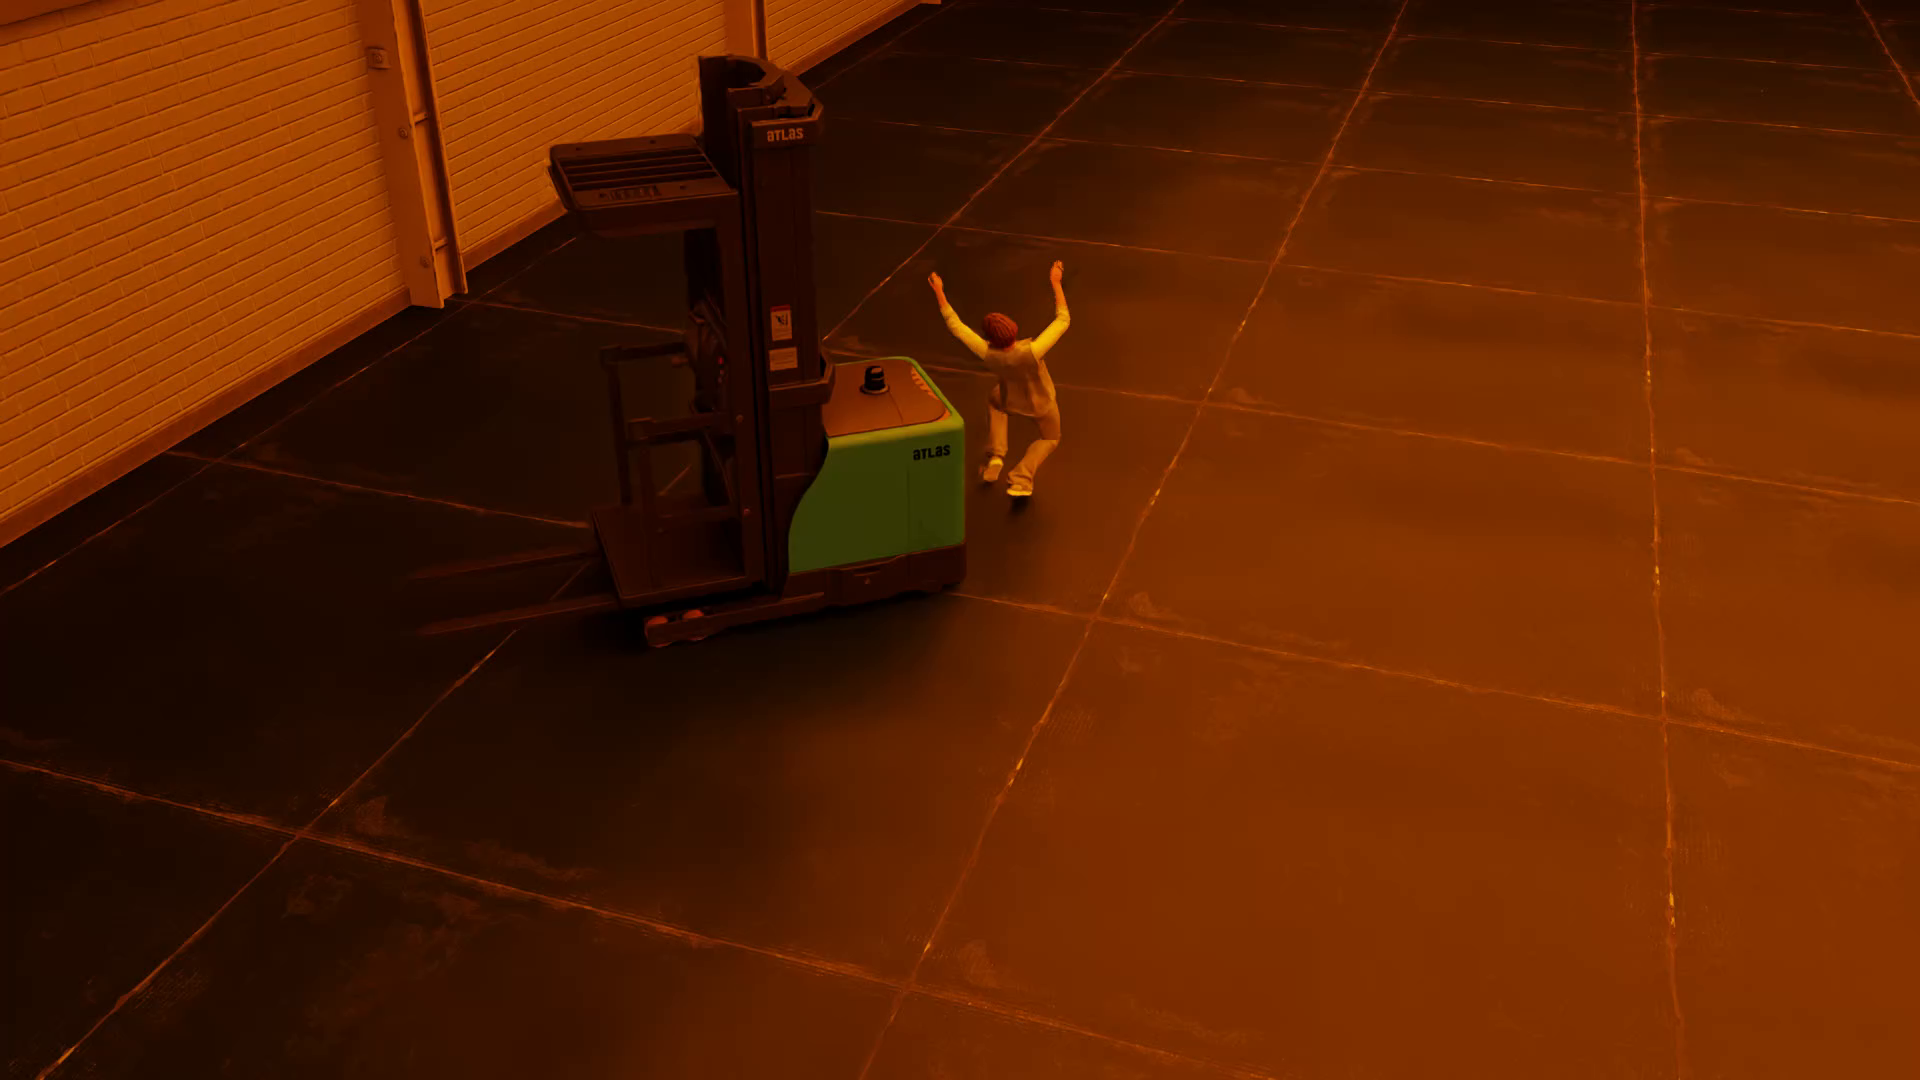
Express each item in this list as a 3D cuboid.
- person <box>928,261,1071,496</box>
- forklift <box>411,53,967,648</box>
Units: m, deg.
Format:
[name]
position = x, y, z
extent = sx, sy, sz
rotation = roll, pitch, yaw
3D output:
[person]
position = 0.236, -0.987, 10.310
extent = 0.887, 1.504, 0.696
rotation = 10, 31, 18
[forklift]
position = -1.533, -0.982, 8.859
extent = 3.031, 2.935, 1.130
rotation = -10, 31, -17
